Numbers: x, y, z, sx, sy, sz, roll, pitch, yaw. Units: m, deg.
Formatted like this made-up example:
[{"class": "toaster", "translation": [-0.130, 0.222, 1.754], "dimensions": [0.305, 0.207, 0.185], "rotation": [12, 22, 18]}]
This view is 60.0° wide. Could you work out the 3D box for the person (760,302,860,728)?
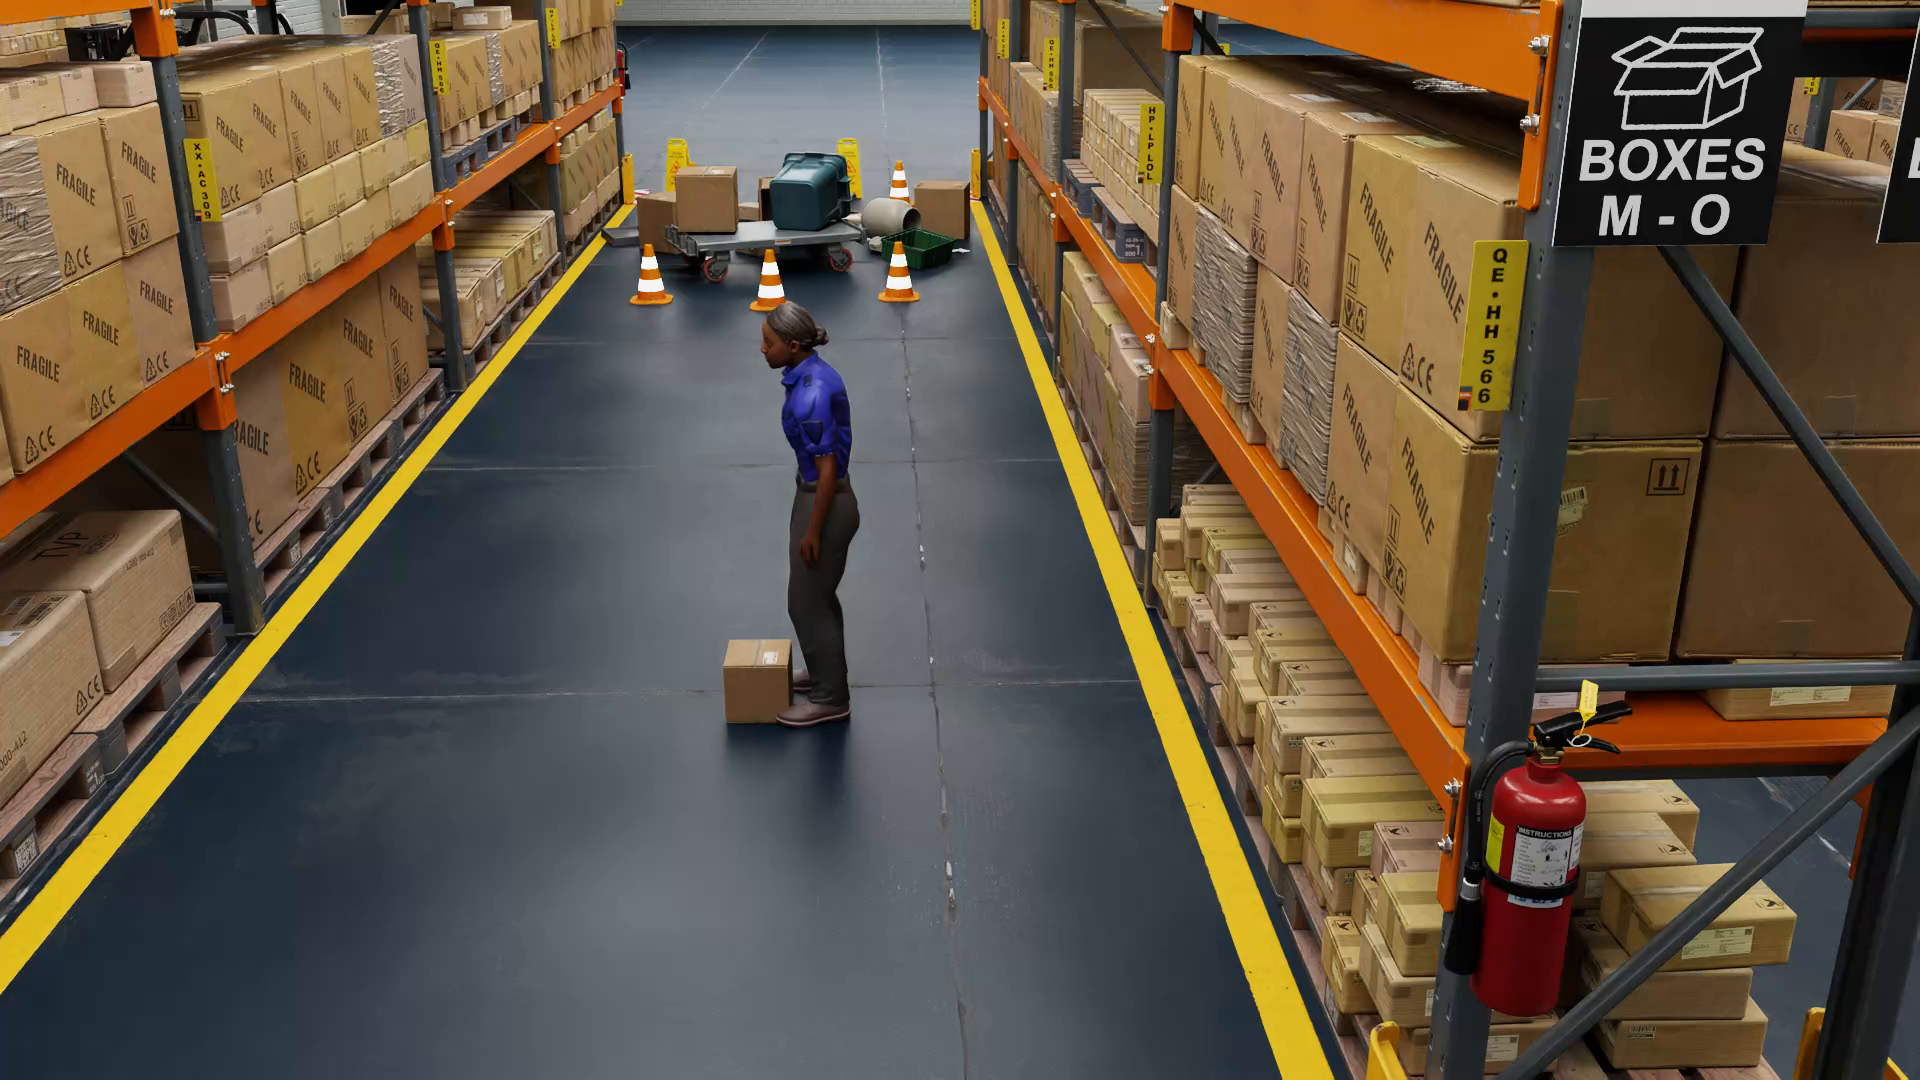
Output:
[{"class": "person", "translation": [-0.563, -0.107, 6.371], "dimensions": [0.352, 1.654, 0.525], "rotation": [-2, 21, -6]}]
